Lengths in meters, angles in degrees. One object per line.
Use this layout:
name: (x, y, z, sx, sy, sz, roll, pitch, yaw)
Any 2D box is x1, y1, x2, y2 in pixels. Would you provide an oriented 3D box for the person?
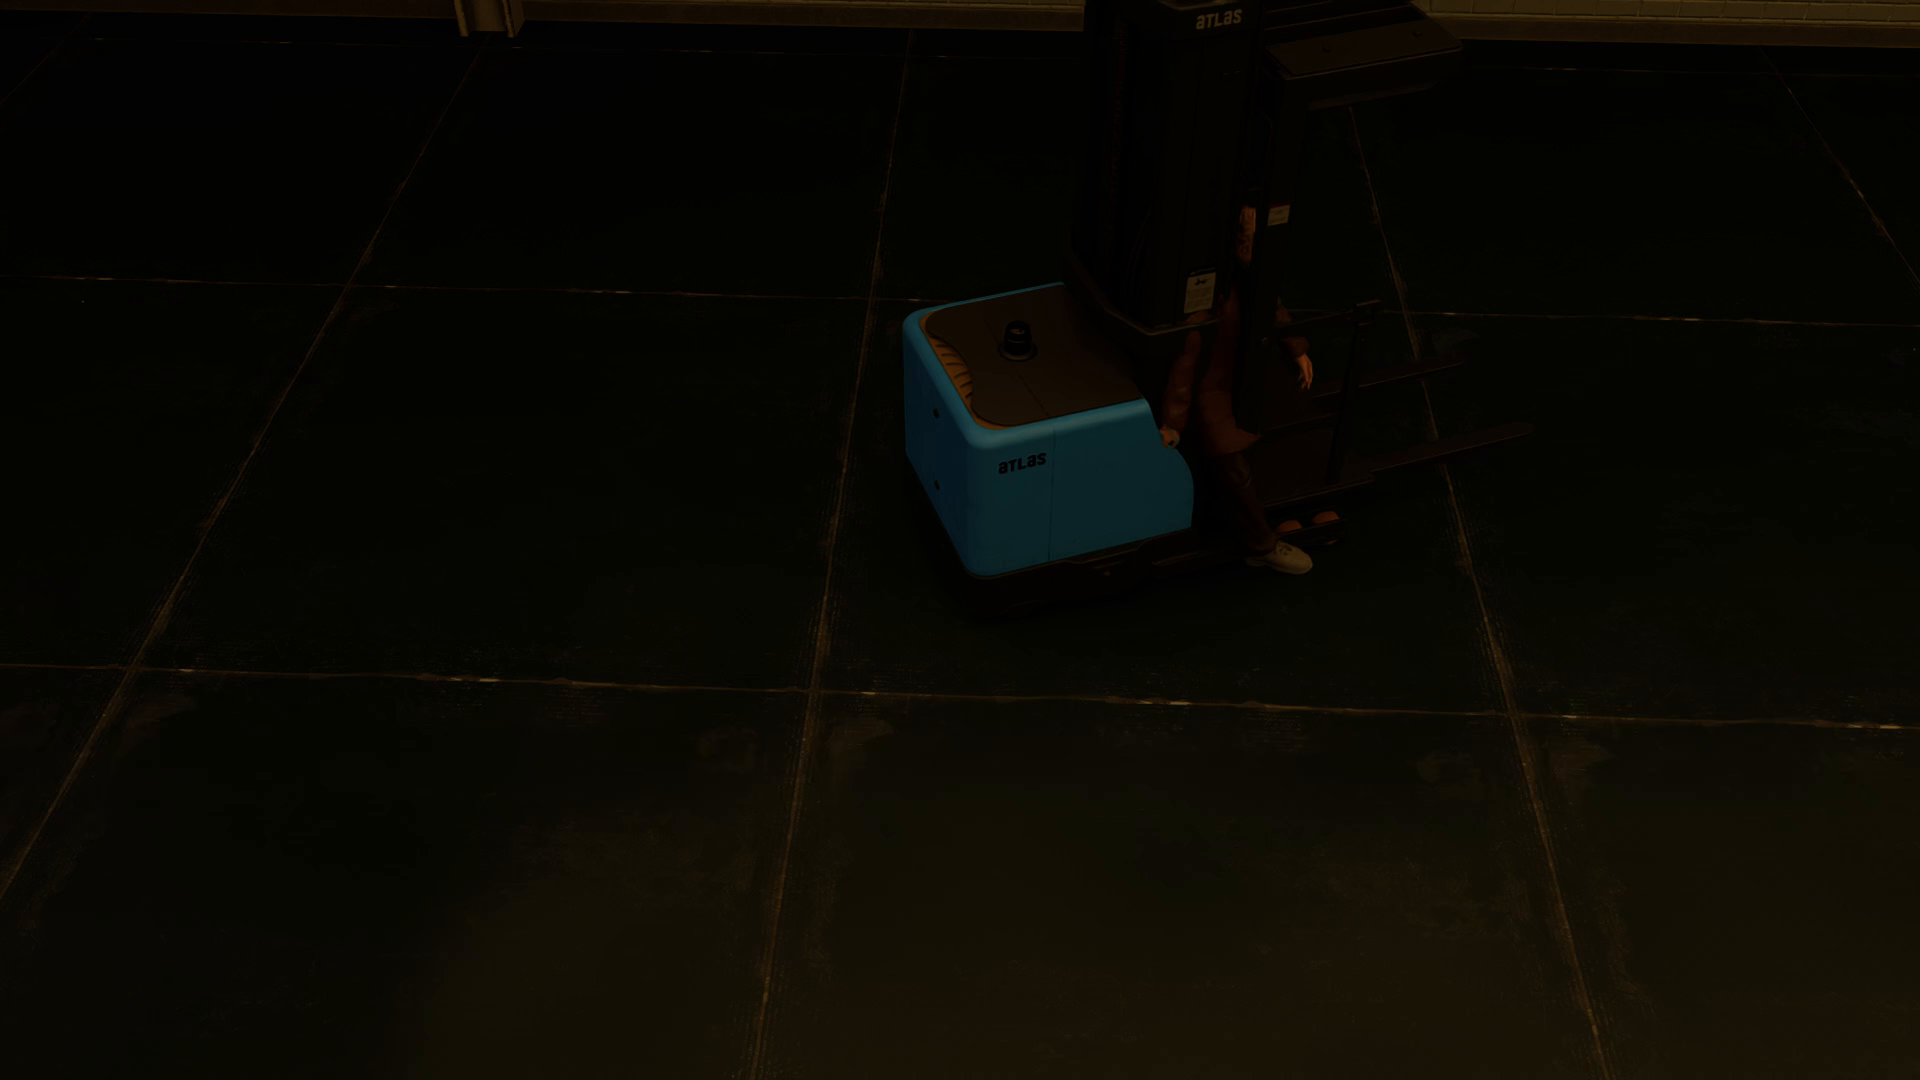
person: (1.209, -0.633, 7.228, 0.969, 1.721, 0.750, 19, 46, 20)

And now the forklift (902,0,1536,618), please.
forklift: (1.300, -1.335, 7.205, 3.031, 2.935, 1.130, -13, 44, -14)
